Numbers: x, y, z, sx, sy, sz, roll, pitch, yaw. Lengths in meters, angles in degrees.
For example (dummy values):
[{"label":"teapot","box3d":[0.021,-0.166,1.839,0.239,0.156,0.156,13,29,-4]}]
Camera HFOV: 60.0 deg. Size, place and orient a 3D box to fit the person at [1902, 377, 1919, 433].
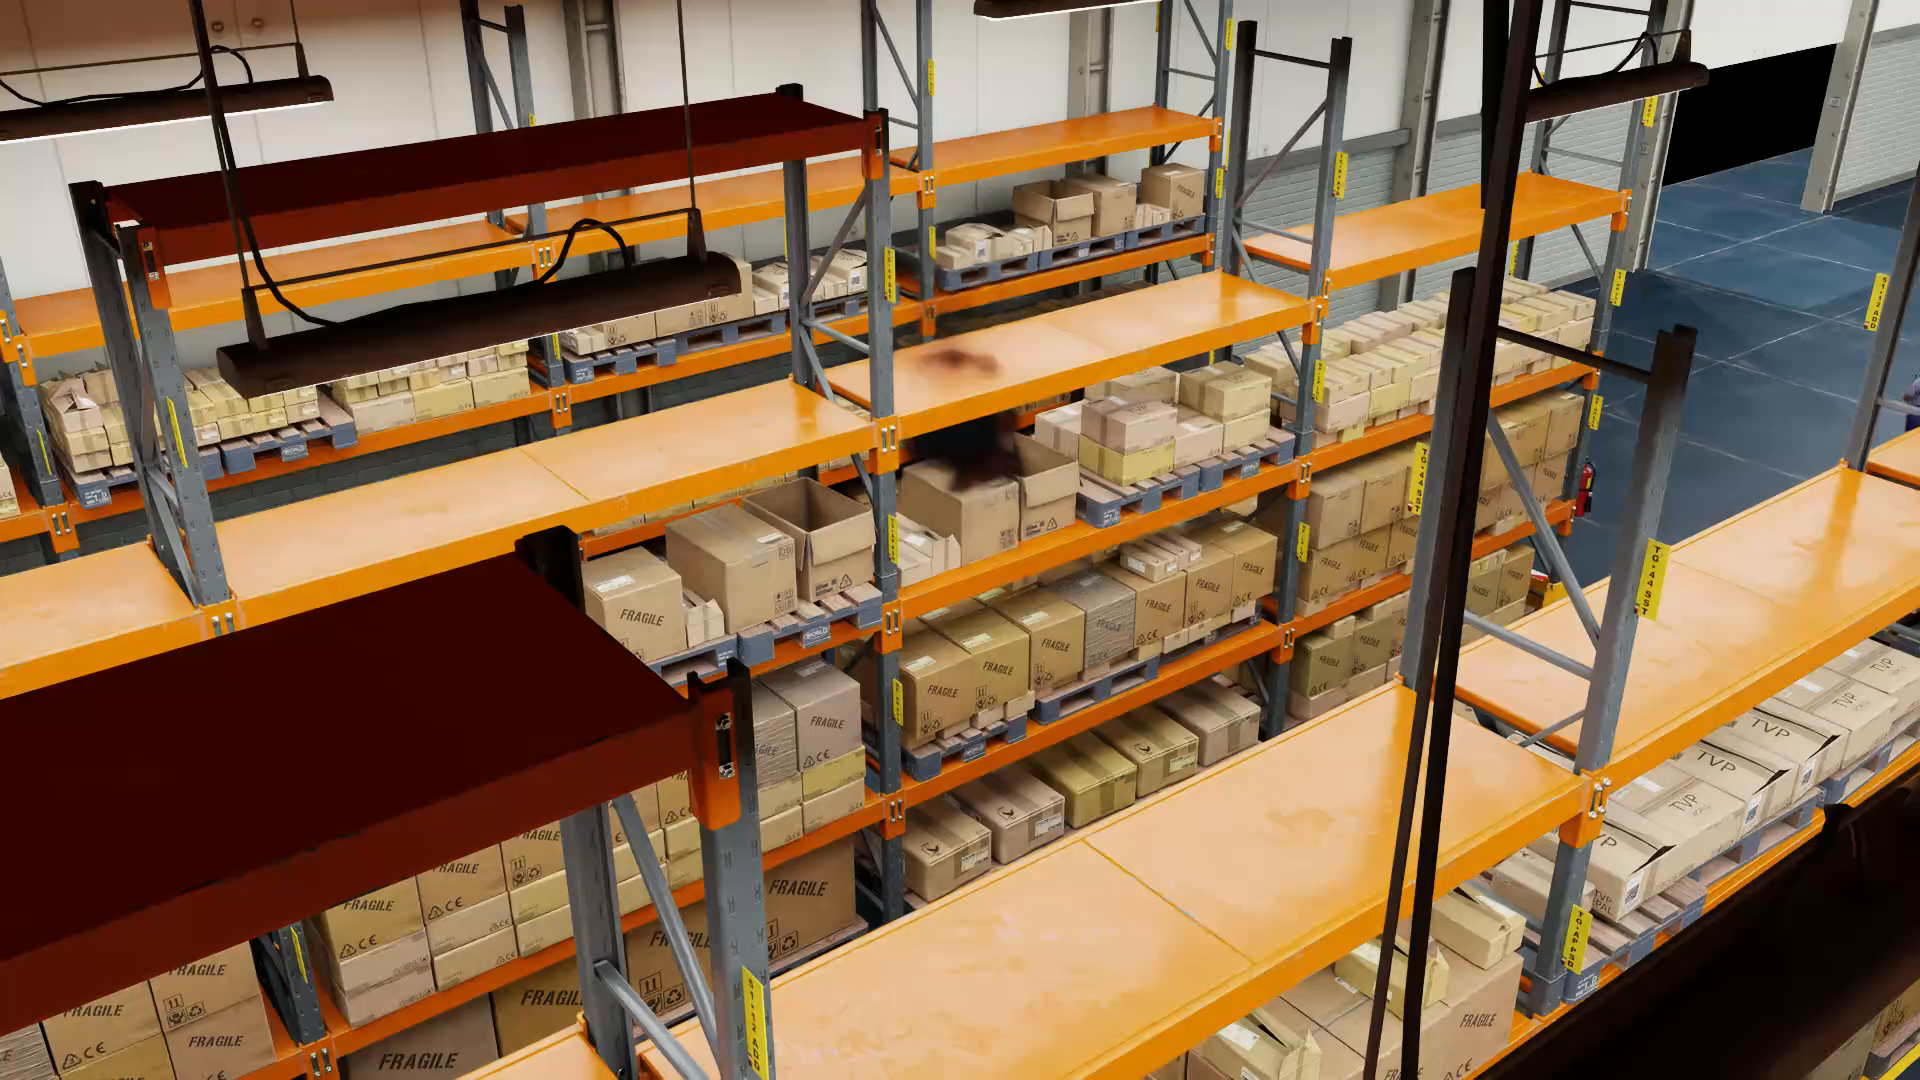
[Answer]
[{"label":"person","box3d":[10.979,-1.323,18.913,0.594,1.671,0.877,2,26,4]}]
